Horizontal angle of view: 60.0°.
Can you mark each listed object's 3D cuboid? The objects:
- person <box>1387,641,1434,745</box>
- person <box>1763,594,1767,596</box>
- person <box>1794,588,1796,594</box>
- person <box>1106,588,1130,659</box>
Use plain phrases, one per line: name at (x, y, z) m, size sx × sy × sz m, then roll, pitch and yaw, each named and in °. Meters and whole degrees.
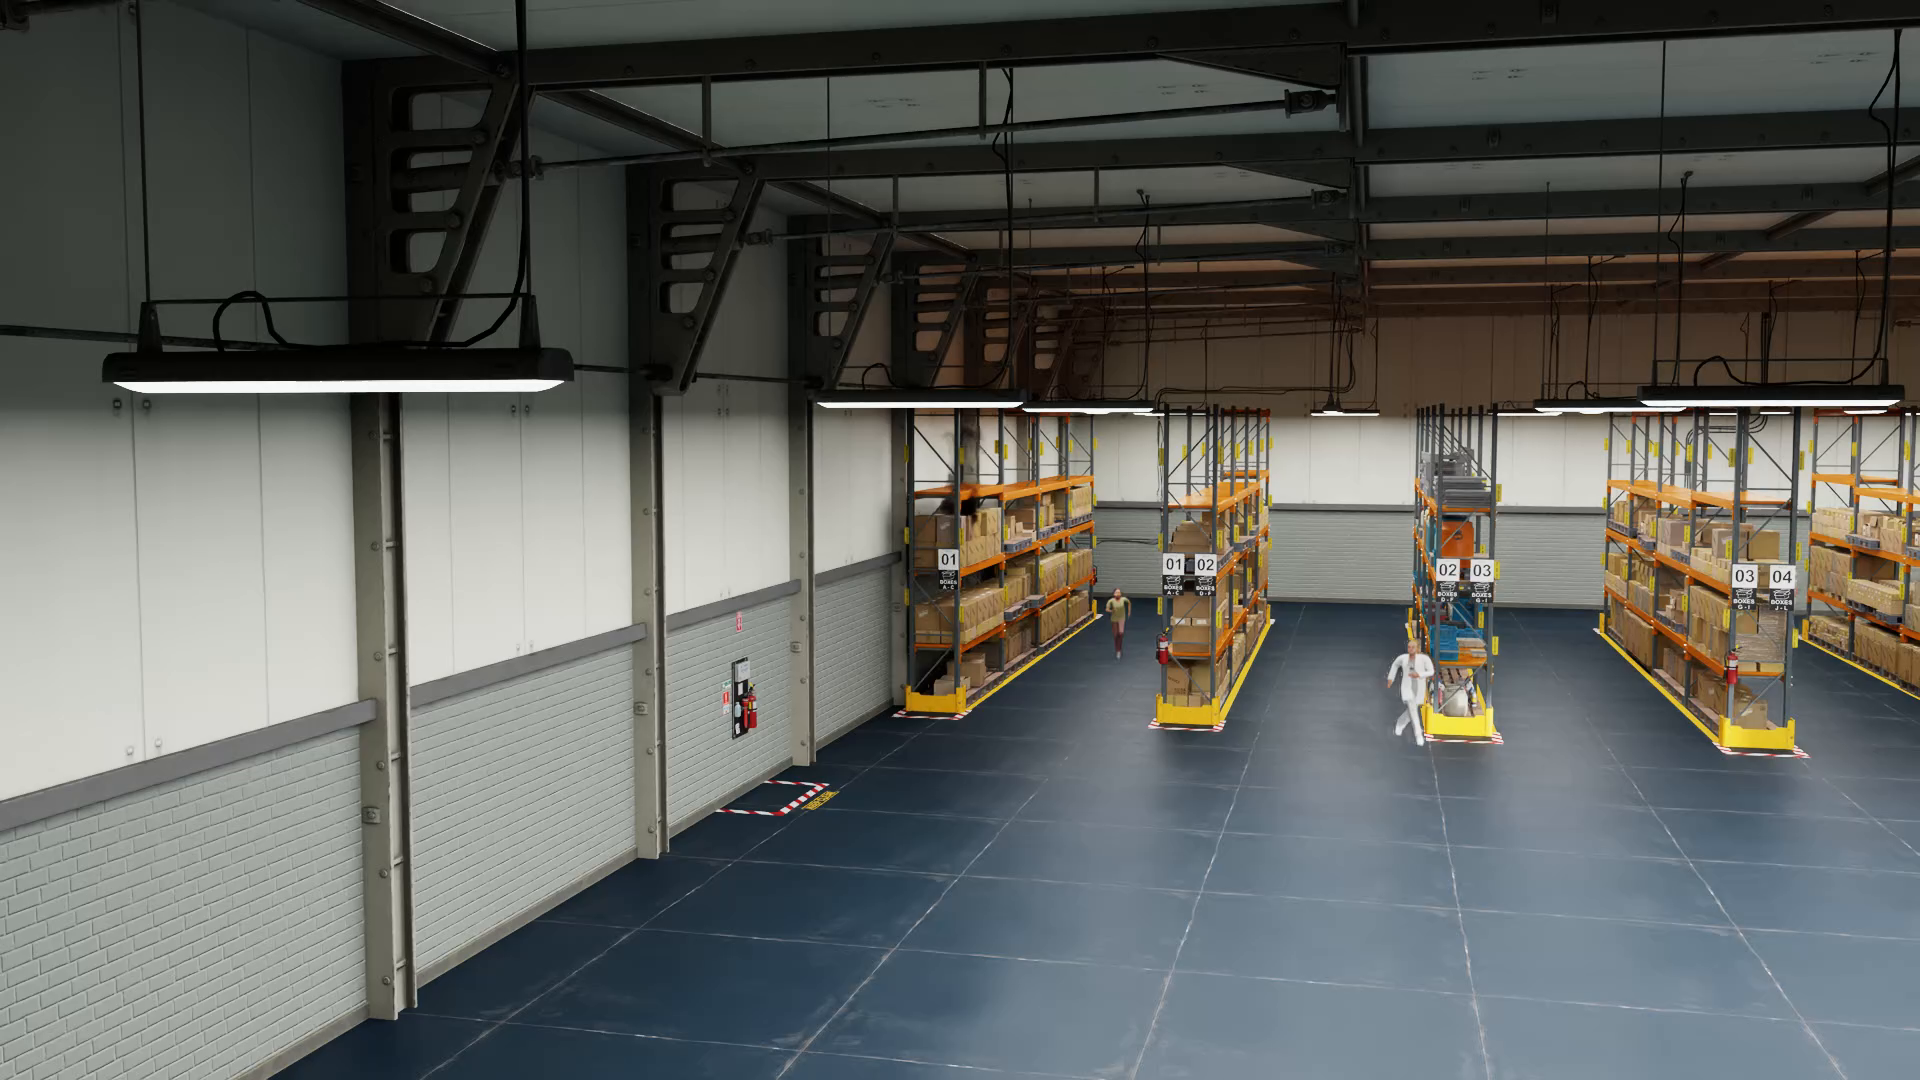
person at (8.028, 2.695, 29.610) m, size 0.761 × 1.805 × 0.919 m, roll 0°, pitch 4°, yaw 6°
person at (18.789, 2.018, 38.929) m, size 0.674 × 1.735 × 0.782 m, roll 0°, pitch 4°, yaw 6°
person at (21.721, 1.617, 44.179) m, size 0.902 × 1.767 × 0.718 m, roll 0°, pitch 4°, yaw -1°
person at (3.805, 1.983, 40.057) m, size 0.599 × 1.693 × 0.820 m, roll 0°, pitch 4°, yaw 4°
